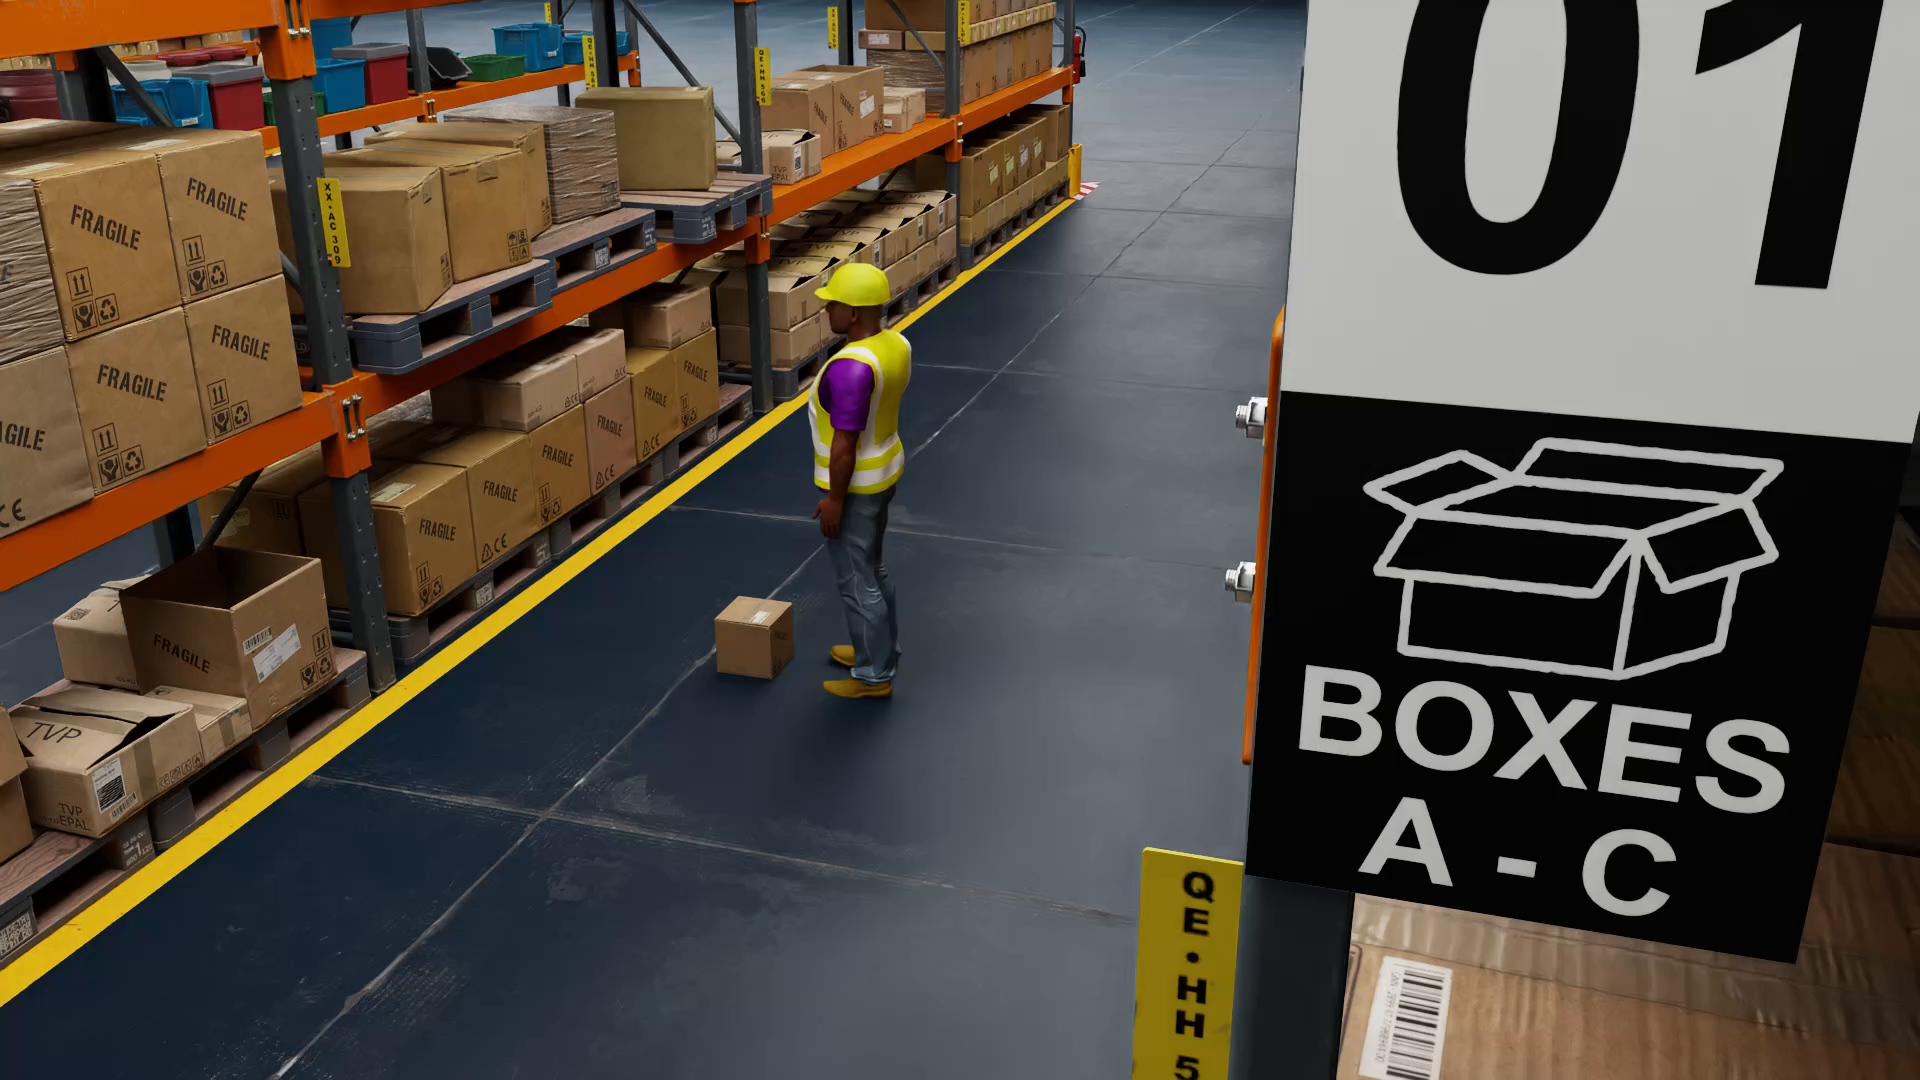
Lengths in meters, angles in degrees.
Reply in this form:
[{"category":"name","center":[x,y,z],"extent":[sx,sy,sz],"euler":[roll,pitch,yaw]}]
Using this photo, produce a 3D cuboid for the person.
[{"category":"person","center":[-0.417,-0.224,6.649],"extent":[0.380,1.783,0.562],"euler":[7,23,17]}]
